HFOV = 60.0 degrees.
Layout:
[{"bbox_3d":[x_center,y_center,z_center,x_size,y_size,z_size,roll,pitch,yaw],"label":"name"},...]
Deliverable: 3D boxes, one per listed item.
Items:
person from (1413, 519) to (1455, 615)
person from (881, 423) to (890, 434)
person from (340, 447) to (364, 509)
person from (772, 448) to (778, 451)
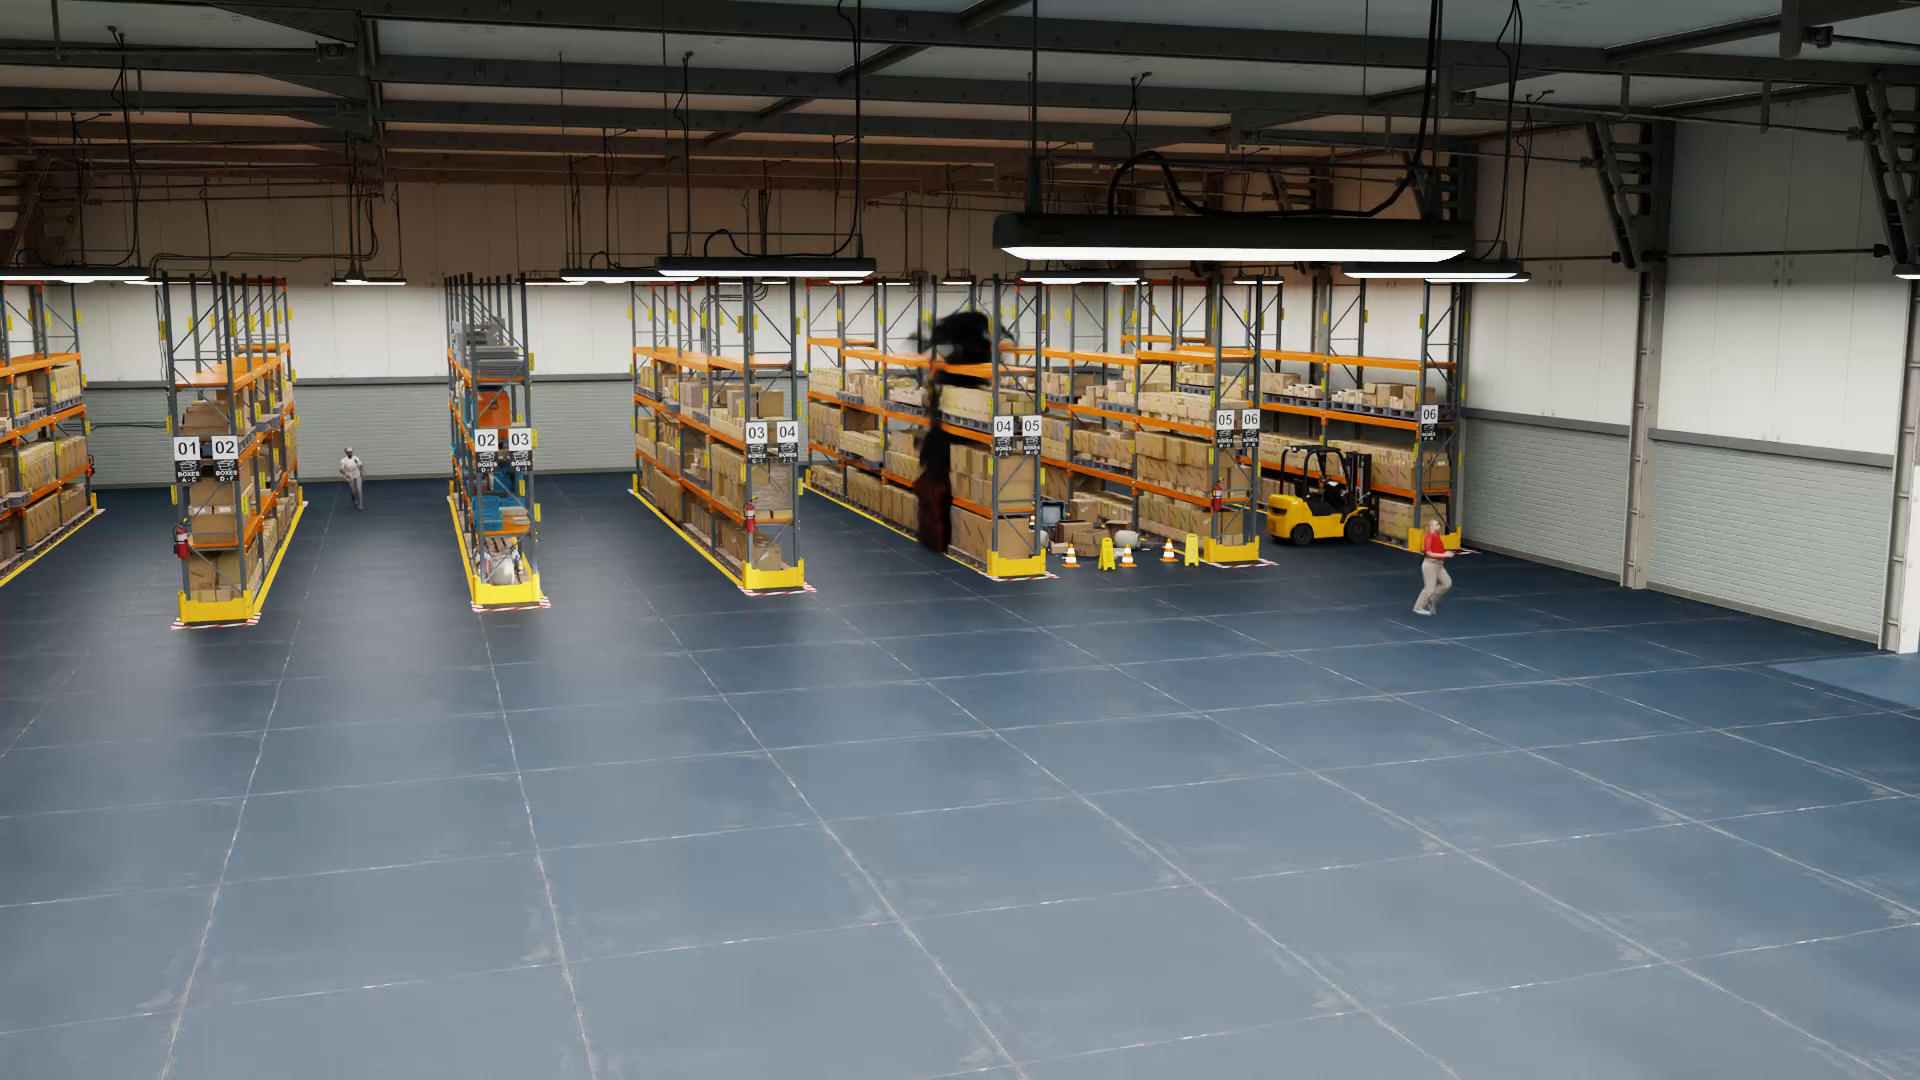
[{"bbox_3d":[8.352,0.494,29.209,0.687,1.722,0.660,6,10,35],"label":"person"},{"bbox_3d":[-2.395,-2.780,50.693,0.826,1.735,0.715,-6,11,-36],"label":"person"},{"bbox_3d":[-15.883,-1.631,43.465,0.609,1.644,0.613,-6,10,-32],"label":"person"},{"bbox_3d":[-5.344,-2.247,47.219,0.696,1.741,0.519,0,9,0],"label":"person"}]
